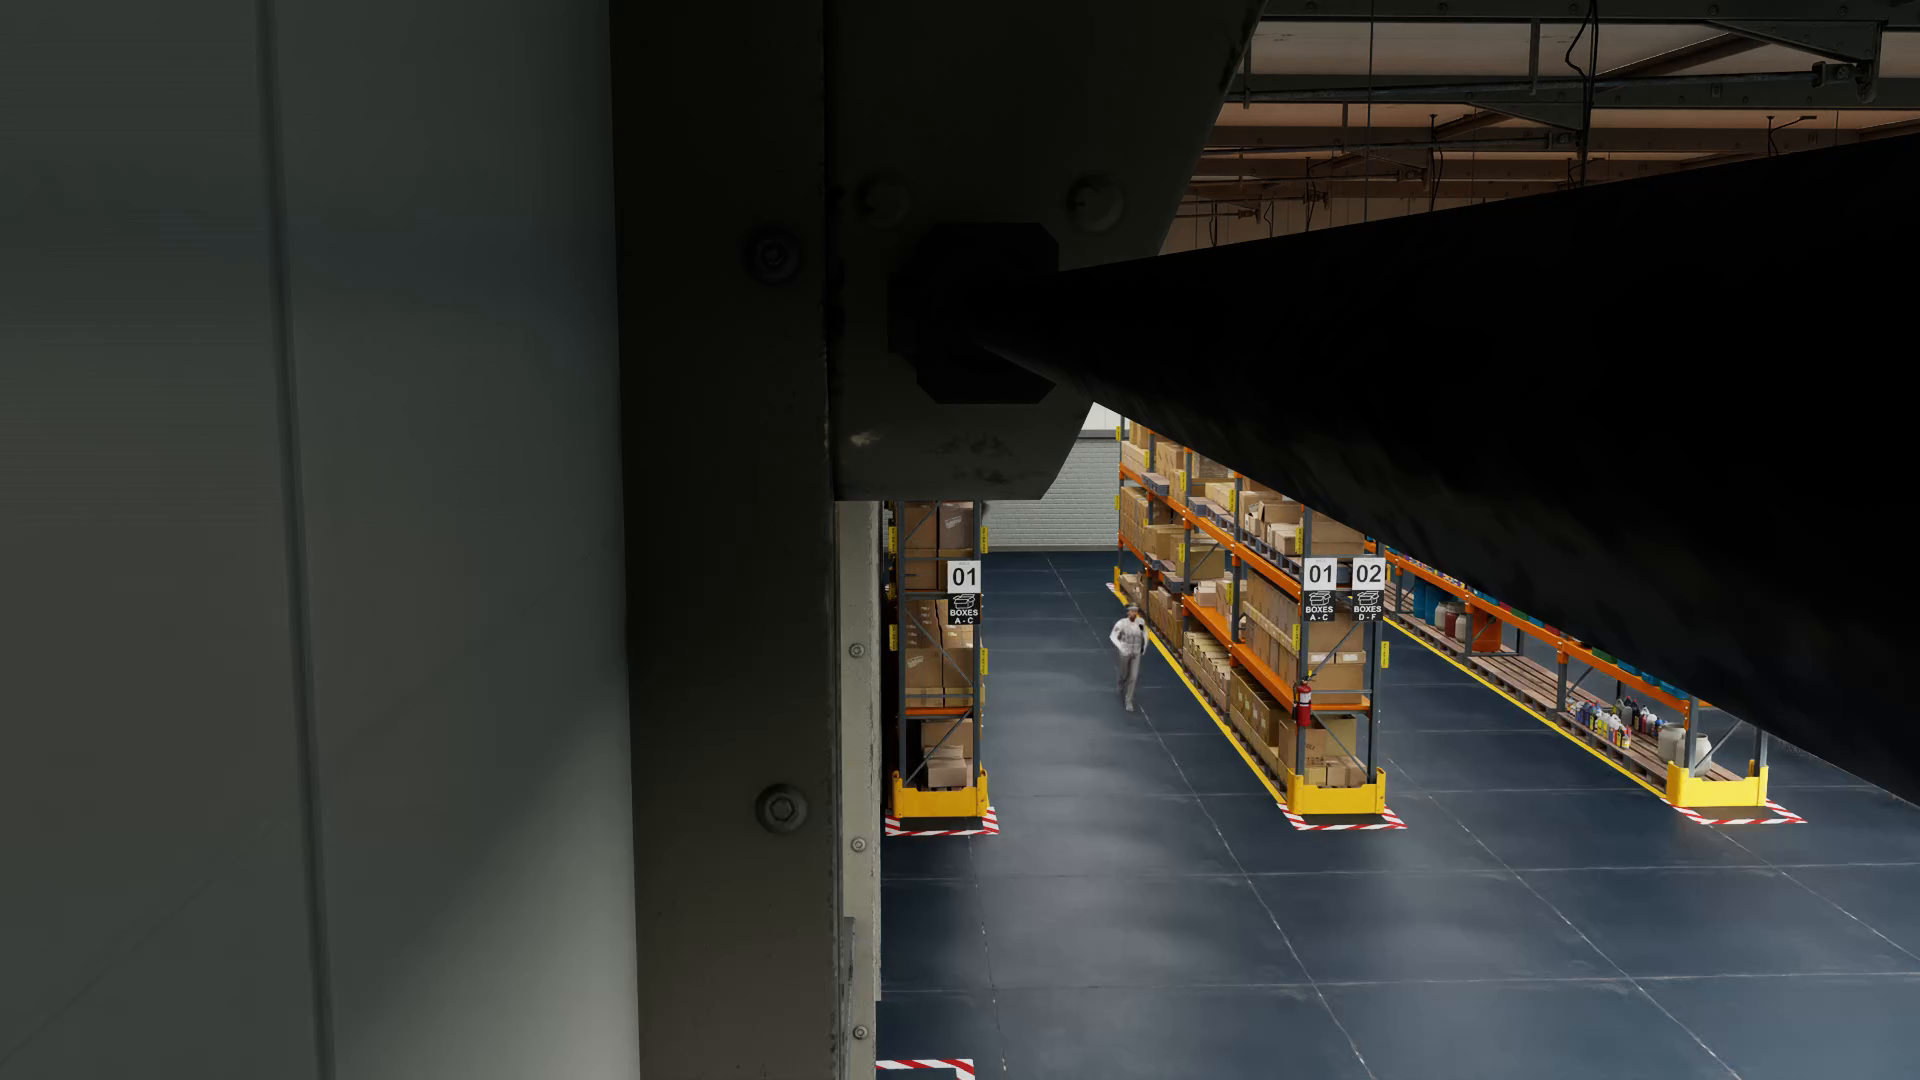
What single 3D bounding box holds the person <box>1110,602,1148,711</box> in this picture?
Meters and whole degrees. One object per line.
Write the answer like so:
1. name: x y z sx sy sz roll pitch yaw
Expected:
1. person: 2.662 1.776 26.081 0.642 1.682 0.830 -1 8 -10
